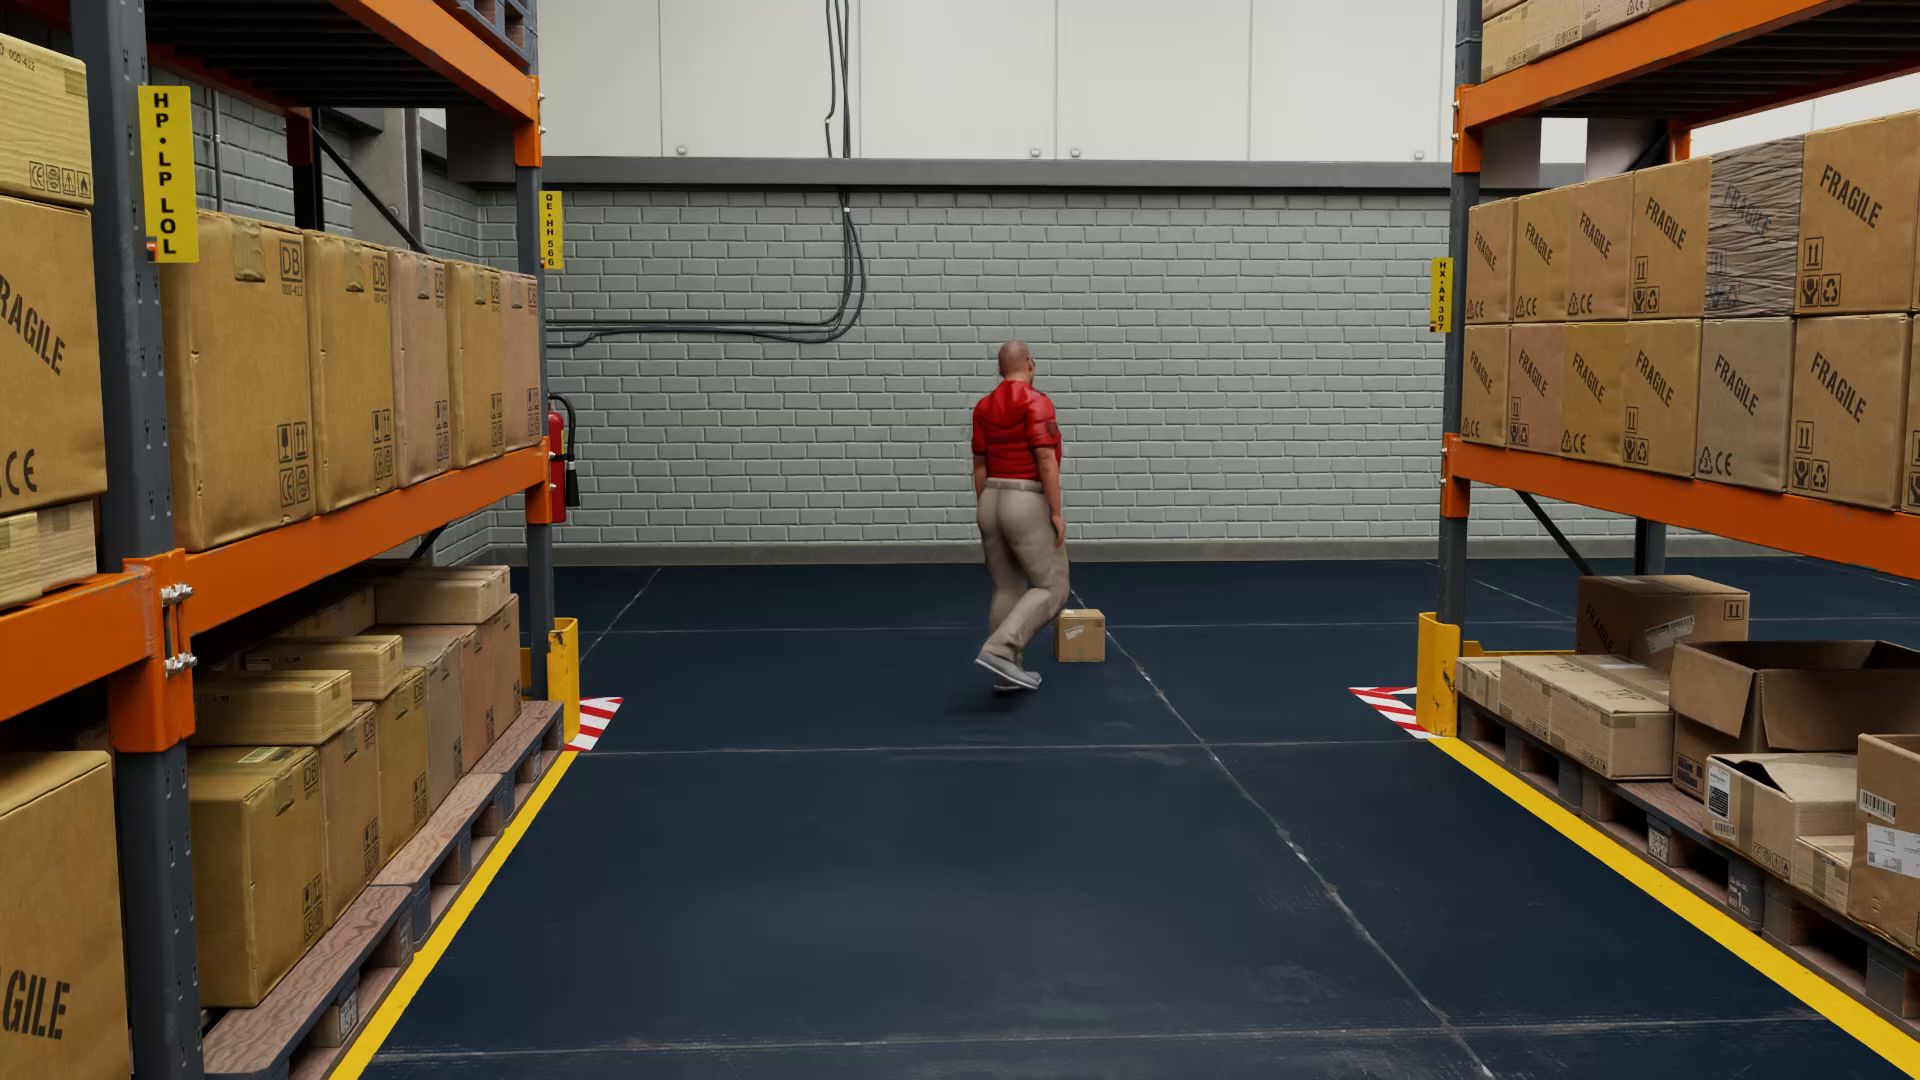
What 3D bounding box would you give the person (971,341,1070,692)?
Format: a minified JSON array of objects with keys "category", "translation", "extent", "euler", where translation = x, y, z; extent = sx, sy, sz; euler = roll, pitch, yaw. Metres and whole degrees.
[{"category":"person","translation":[0.233,-0.100,8.073],"extent":[0.588,1.724,0.595],"euler":[-6,9,-40]}]
